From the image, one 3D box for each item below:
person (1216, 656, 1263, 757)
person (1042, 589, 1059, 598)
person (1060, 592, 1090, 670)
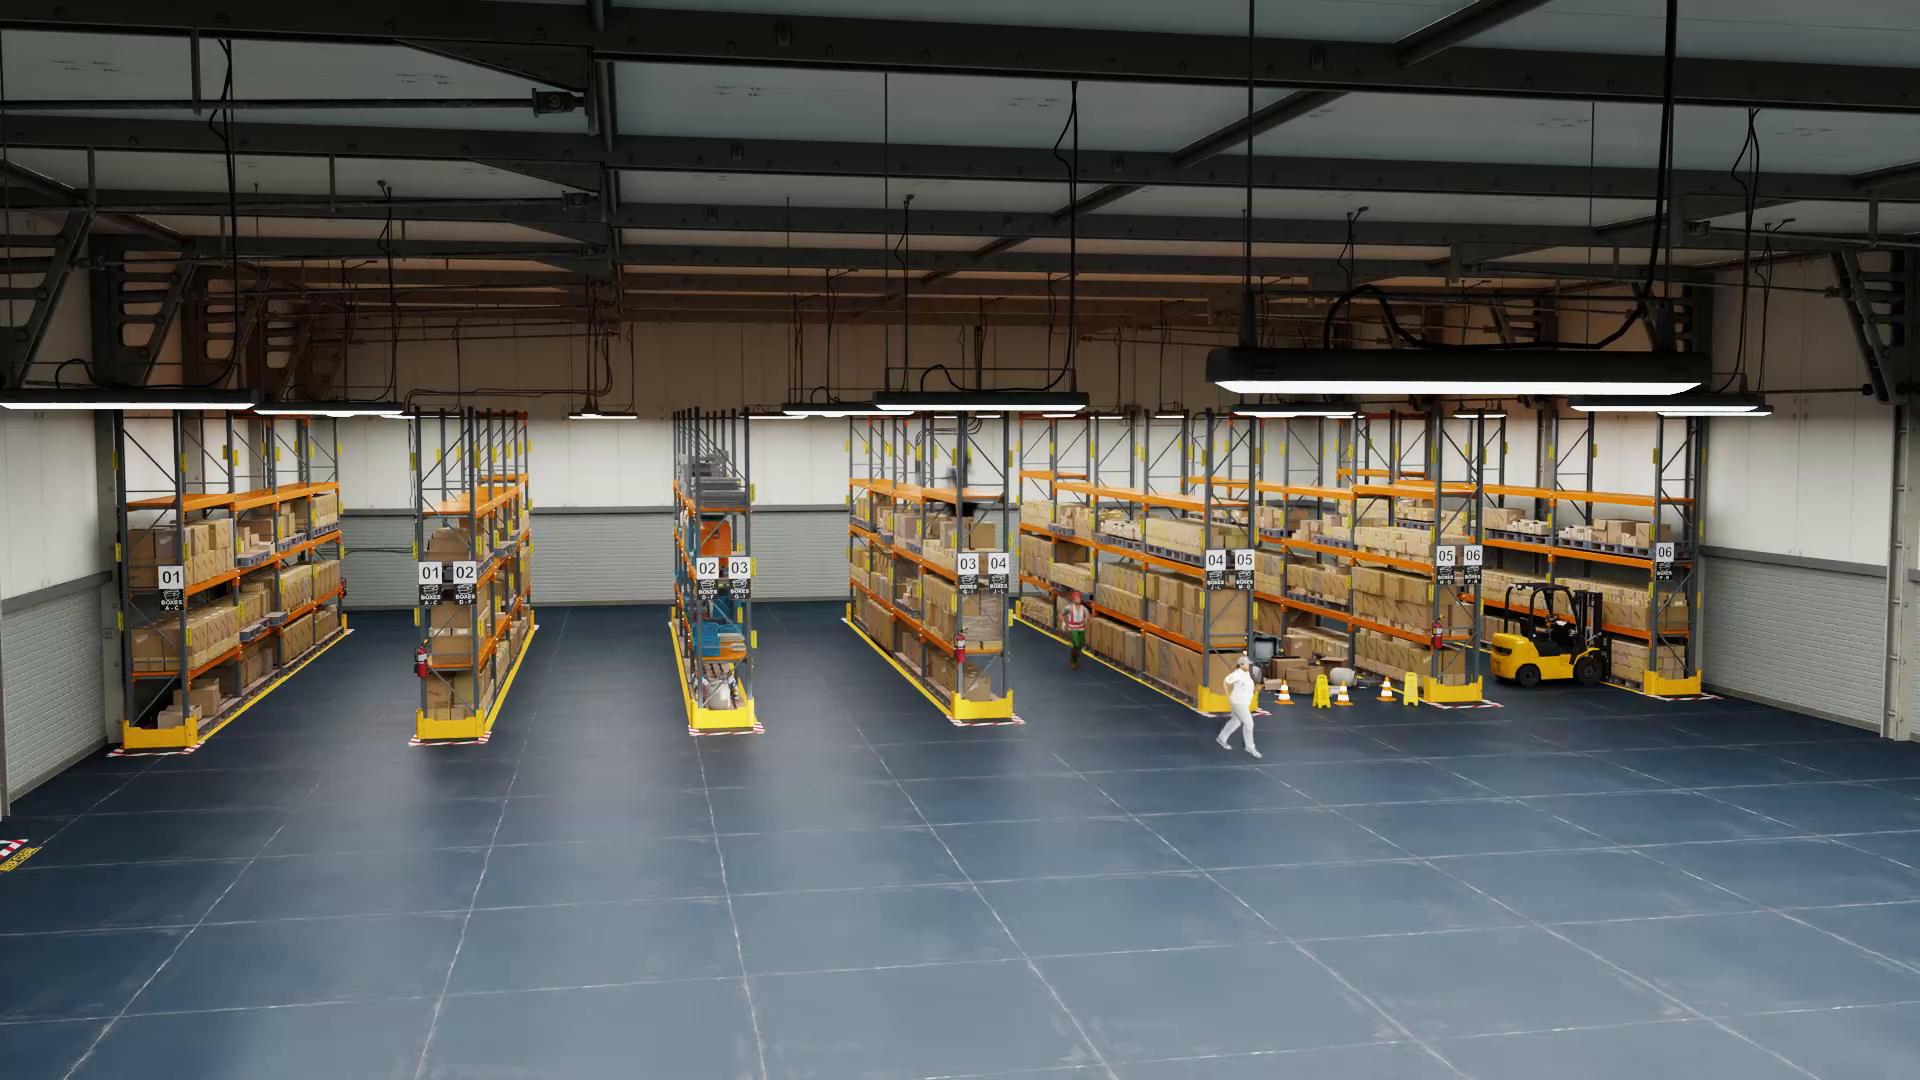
[{"bbox_3d":[4.800,2.846,28.633,0.856,1.710,0.580,2,5,27],"label":"person"},{"bbox_3d":[2.729,1.318,49.901,0.667,1.765,0.684,-1,4,-8],"label":"person"},{"bbox_3d":[2.694,2.104,38.323,0.641,1.785,0.702,-2,4,-21],"label":"person"}]
